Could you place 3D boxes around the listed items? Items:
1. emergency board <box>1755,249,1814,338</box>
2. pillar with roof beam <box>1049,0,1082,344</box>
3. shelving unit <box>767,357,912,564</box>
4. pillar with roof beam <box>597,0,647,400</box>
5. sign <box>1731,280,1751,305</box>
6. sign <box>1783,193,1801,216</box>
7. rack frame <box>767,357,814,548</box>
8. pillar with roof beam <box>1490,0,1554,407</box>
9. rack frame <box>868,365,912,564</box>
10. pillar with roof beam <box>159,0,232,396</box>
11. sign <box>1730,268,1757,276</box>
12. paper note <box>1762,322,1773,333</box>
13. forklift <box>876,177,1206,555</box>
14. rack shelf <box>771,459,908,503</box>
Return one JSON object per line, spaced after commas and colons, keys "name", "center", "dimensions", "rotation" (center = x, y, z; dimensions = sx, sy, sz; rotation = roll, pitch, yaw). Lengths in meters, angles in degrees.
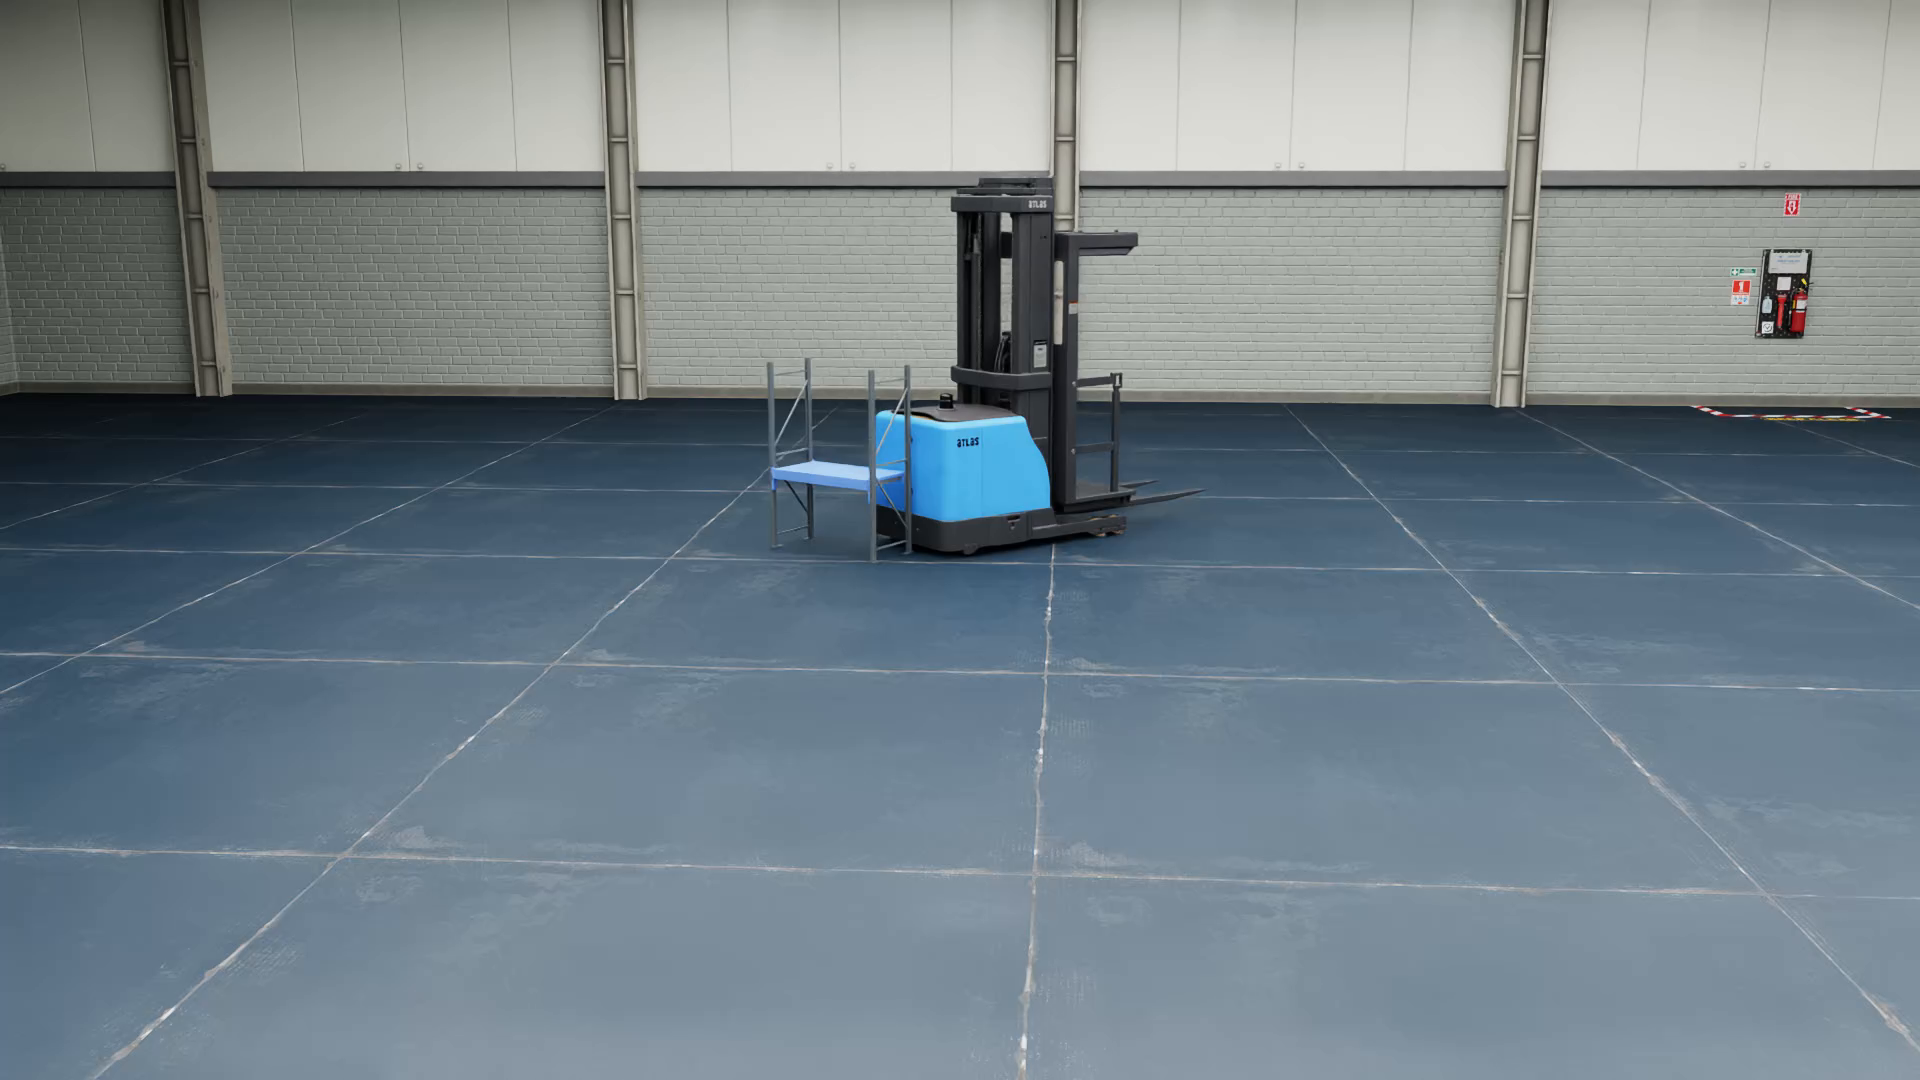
{"name": "emergency board", "center": [10.905, -3.239, 21.926], "dimensions": [0.643, 1.169, 0.194], "rotation": [1, 12, 4]}
{"name": "pillar with roof beam", "center": [1.107, -5.418, 17.693], "dimensions": [0.400, 9.000, 9.100], "rotation": [1, 12, 4]}
{"name": "shelving unit", "center": [-0.957, -0.652, 13.223], "dimensions": [1.048, 1.500, 0.538], "rotation": [8, 14, 34]}
{"name": "pillar with roof beam", "center": [-4.879, -5.501, 18.086], "dimensions": [0.400, 9.000, 9.100], "rotation": [1, 12, 4]}
{"name": "sign", "center": [10.360, -3.285, 22.059], "dimensions": [0.234, 0.329, 0.001], "rotation": [1, 12, 4]}
{"name": "sign", "center": [10.904, -4.394, 21.786], "dimensions": [0.199, 0.298, 0.001], "rotation": [1, 12, 4]}
{"name": "rack frame", "center": [-1.373, -0.712, 13.509], "dimensions": [0.032, 1.500, 0.500], "rotation": [8, 14, 34]}
{"name": "pillar with roof beam", "center": [7.094, -5.336, 17.301], "dimensions": [0.400, 9.000, 9.100], "rotation": [1, 12, 4]}
{"name": "rack frame", "center": [-0.541, -0.592, 12.937], "dimensions": [0.032, 1.500, 0.500], "rotation": [8, 14, 34]}
{"name": "pillar with roof beam", "center": [-10.866, -5.583, 18.478], "dimensions": [0.400, 9.000, 9.100], "rotation": [1, 12, 4]}
{"name": "sign", "center": [10.364, -3.543, 21.996], "dimensions": [0.331, 0.109, 0.001], "rotation": [1, 12, 4]}
{"name": "paper note", "center": [10.733, -2.824, 22.095], "dimensions": [0.142, 0.148, 0.016], "rotation": [1, 12, 4]}
{"name": "forklift", "center": [0.785, -1.535, 13.946], "dimensions": [3.031, 2.935, 1.130], "rotation": [-9, 15, -36]}
{"name": "rack shelf", "center": [-0.957, -0.476, 13.260], "dimensions": [1.000, 0.185, 0.538], "rotation": [8, 14, 34]}
